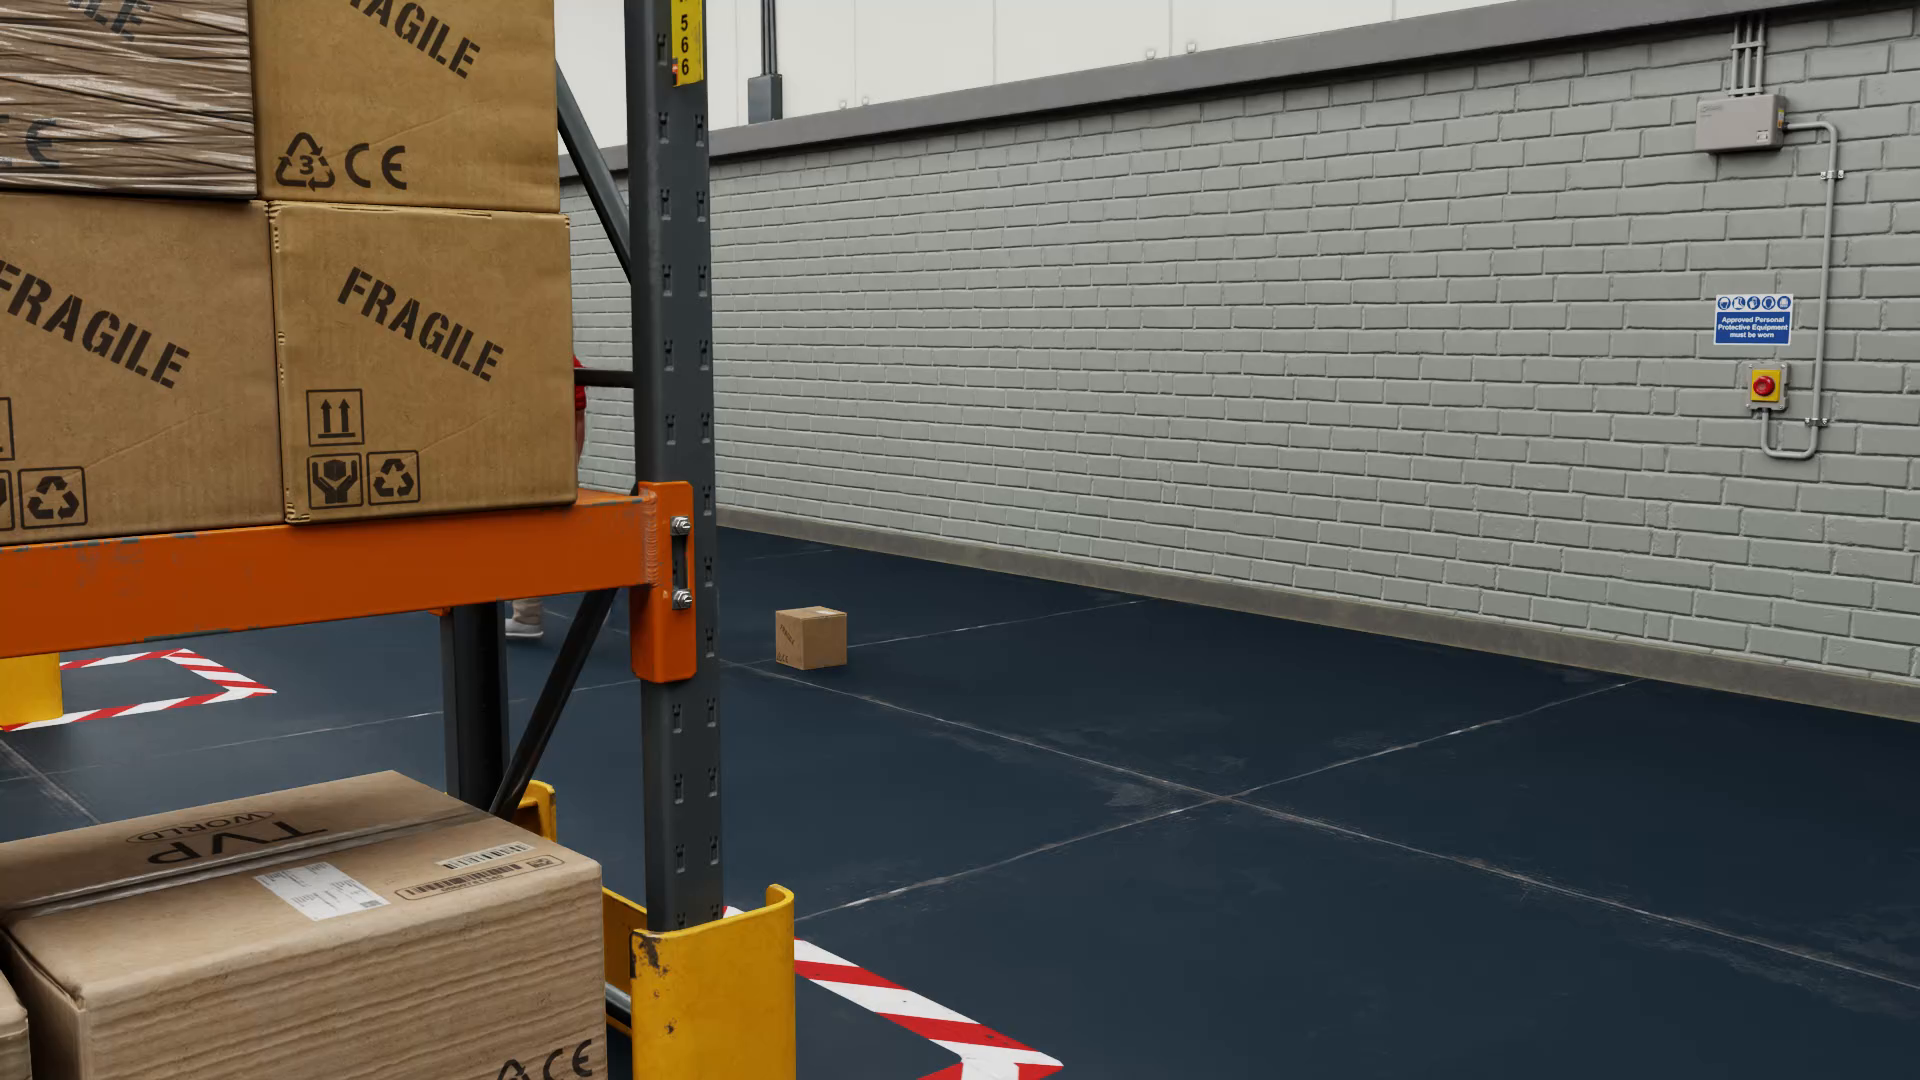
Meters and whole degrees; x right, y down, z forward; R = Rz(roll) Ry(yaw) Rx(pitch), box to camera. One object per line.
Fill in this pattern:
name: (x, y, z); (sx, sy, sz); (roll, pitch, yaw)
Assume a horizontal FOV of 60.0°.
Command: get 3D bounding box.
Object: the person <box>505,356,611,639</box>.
person: (-2.098, -0.344, 8.387); (0.694, 1.696, 0.539); (5, 9, 31)
